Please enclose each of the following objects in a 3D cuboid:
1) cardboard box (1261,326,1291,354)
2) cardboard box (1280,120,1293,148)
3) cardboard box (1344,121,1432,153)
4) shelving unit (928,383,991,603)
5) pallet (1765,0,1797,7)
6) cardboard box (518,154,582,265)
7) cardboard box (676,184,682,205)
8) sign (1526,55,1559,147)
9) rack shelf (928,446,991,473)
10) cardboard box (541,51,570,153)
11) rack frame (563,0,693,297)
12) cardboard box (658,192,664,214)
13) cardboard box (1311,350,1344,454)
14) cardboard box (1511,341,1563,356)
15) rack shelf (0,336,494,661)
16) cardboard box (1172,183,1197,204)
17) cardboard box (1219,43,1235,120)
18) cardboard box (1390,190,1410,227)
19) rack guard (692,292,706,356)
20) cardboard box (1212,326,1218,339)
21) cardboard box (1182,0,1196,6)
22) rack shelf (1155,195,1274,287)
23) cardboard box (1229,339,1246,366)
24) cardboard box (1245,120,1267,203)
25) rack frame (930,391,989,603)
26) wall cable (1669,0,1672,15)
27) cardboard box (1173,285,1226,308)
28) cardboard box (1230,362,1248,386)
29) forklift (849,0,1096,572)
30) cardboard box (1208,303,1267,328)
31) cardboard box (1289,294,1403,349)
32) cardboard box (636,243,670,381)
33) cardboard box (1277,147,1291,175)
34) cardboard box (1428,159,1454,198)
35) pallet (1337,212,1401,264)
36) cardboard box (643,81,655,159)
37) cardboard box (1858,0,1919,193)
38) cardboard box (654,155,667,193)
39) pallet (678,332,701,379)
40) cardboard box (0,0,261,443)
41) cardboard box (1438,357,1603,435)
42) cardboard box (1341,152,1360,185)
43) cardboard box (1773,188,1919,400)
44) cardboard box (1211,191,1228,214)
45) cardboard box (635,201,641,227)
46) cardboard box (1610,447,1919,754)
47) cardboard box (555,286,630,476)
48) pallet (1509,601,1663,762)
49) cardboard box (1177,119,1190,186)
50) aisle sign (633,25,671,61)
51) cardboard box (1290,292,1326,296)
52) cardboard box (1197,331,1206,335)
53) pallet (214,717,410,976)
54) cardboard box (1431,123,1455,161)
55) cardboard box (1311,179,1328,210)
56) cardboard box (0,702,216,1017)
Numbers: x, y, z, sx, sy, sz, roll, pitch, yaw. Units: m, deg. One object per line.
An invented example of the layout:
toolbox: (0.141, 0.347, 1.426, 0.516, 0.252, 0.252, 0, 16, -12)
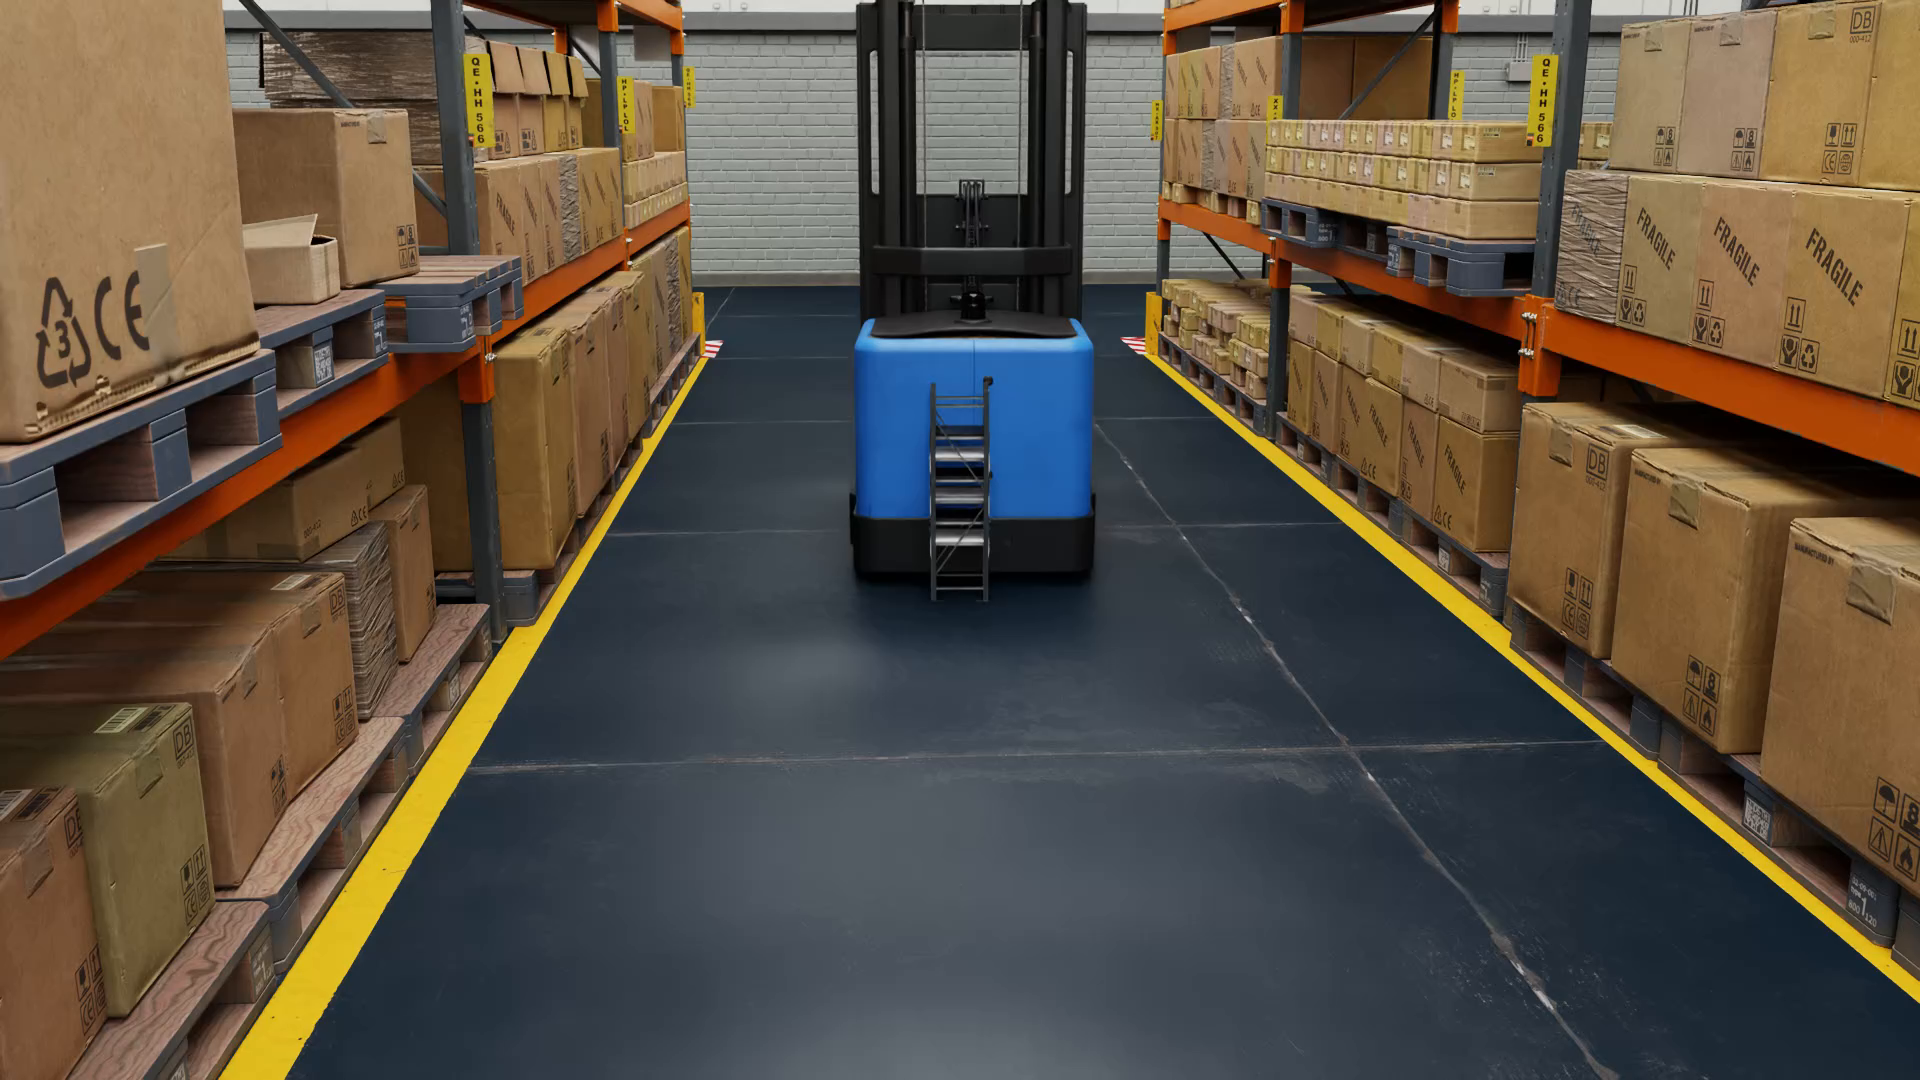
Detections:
cardboard box: (2.152, -1.290, 10.705, 0.380, 0.149, 0.250, 0, 14, -2)
cardboard box: (2.023, -2.290, 9.375, 0.380, 0.149, 0.250, 0, 14, -2)
cardboard box: (2.101, -1.971, 8.134, 0.380, 0.149, 0.250, 0, 14, -2)
shelving unit: (-0.002, -0.199, 6.993, 0.258, 0.900, 0.210, 0, 14, 0)
pallet: (7.177, -4.416, 13.330, 1.003, 0.211, 1.213, -1, 14, -3)
cardboard box: (-2.132, -1.602, 8.032, 0.500, 0.500, 0.500, -1, 14, -3)
cardboard box: (-2.387, -2.705, 13.026, 0.380, 0.149, 0.250, -1, 14, -3)
sign: (2.141, -1.612, 6.105, 0.100, 0.325, 0.005, -1, 14, -3)
rack shelf: (-0.002, -0.341, 6.956, 0.258, 0.077, 0.200, 0, 14, 0)
cardboard box: (-2.444, -2.248, 8.529, 0.797, 0.503, 0.637, -1, 14, -3)
rack frame: (-2.770, -3.038, 13.814, 1.000, 3.000, 0.127, -1, 14, -3)
cardboard box: (-2.307, -2.388, 11.792, 0.380, 0.149, 0.250, -1, 14, -5)
cardboard box: (2.250, -0.768, 9.165, 0.500, 0.500, 0.500, 0, 14, -1)
cardboard box: (2.849, -0.757, 7.618, 0.500, 0.250, 0.500, -1, 14, -4)
rack shelf: (-2.151, -0.203, 4.238, 1.077, 0.370, 4.000, -1, 14, -3)
cardboard box: (1.900, -2.752, 13.206, 0.380, 0.149, 0.250, -1, 14, -5)
cardboard box: (2.080, -3.140, 11.407, 0.500, 0.500, 0.500, -1, 14, -2)
cardboard box: (2.151, -1.485, 7.439, 0.380, 0.149, 0.250, -1, 14, -4)
rack guard: (-2.772, -1.833, 14.149, 1.175, 0.500, 0.348, -1, 14, -3)
cardboard box: (2.104, -1.597, 12.494, 0.380, 0.149, 0.250, 0, 14, -1)
cardboard box: (1.987, -4.223, 12.700, 0.500, 0.250, 0.500, 0, 14, -2)
rack shelf: (2.310, -2.244, 12.170, 1.077, 0.370, 4.000, -1, 14, -3)
cardboard box: (2.034, -1.268, 11.218, 0.380, 0.149, 0.250, -1, 14, -5)
cardboard box: (2.122, -2.403, 10.549, 0.500, 0.500, 0.500, -1, 14, -3)
rack frame: (-0.001, -0.173, 6.894, 0.240, 0.900, 0.006, 0, 14, 0)
wall cable: (7.238, -7.518, 19.185, 2.355, 3.000, 0.029, -1, 14, -3)
cardboard box: (1.905, -1.933, 13.206, 0.380, 0.149, 0.250, -1, 14, -4)
cardboard box: (2.056, -1.140, 11.317, 0.380, 0.149, 0.250, -1, 14, -5)
forklift: (0.052, -1.587, 8.314, 1.130, 2.935, 3.031, 0, 14, 0)
cardboard box: (1.998, -1.613, 11.961, 0.380, 0.149, 0.250, -1, 14, -5)
cardboard box: (2.216, -1.263, 9.583, 0.500, 0.250, 0.500, -2, 15, -6)
cardboard box: (-2.539, -1.607, 11.673, 0.875, 0.875, 0.875, -1, 14, -3)
cardboard box: (2.017, -2.151, 9.431, 0.380, 0.149, 0.250, -1, 14, -5)
cardboard box: (2.179, -1.508, 6.931, 0.380, 0.149, 0.250, 0, 14, -1)
pallet: (2.518, -1.499, 8.216, 1.003, 0.211, 1.213, -1, 14, -3)
cardboard box: (-2.357, -2.853, 11.293, 0.500, 0.500, 0.500, -1, 14, -5)
cardboard box: (2.798, -1.140, 4.231, 0.700, 0.500, 0.500, -1, 14, -4)
cardboard box: (-2.377, -2.611, 11.858, 0.500, 0.250, 0.500, -1, 14, -3)
pallet: (-2.643, -1.490, 13.393, 1.003, 0.211, 1.213, -1, 14, -3)
cardboard box: (-1.936, -0.747, 2.864, 1.000, 1.000, 1.000, -1, 14, -3)
cardboard box: (2.378, -0.622, 7.092, 0.500, 0.250, 0.500, -1, 14, -5)
cardboard box: (2.098, -1.826, 8.170, 0.380, 0.149, 0.250, -1, 14, -5)
cardboard box: (2.534, -0.657, 4.358, 0.500, 0.500, 0.500, -1, 14, -4)
cardboard box: (2.014, -2.428, 11.948, 0.380, 0.149, 0.250, -1, 14, -2)
cardboard box: (-2.225, -2.066, 10.539, 0.380, 0.149, 0.250, -1, 14, -5)
cardboard box: (2.687, 0.156, 5.070, 1.050, 0.750, 0.750, -1, 14, -3)
cardboard box: (-2.407, -0.837, 8.679, 1.225, 0.875, 0.875, -1, 14, -5)
pallet: (2.656, 0.448, 5.862, 1.003, 0.211, 1.213, -1, 14, -3)
cardboard box: (1.997, -3.033, 12.998, 0.500, 0.500, 0.500, -1, 14, -3)
aisle sign: (-2.475, -4.320, 13.578, 0.394, 0.787, 0.004, -1, 14, -3)
cardboard box: (2.598, -1.815, 12.747, 0.380, 0.149, 0.250, 0, 14, -1)
cardboard box: (2.037, -1.524, 12.809, 0.380, 0.149, 0.250, -1, 14, -3)
pallet: (-2.155, 0.799, 4.497, 1.003, 0.211, 1.213, -1, 14, -3)
cardboard box: (2.181, -1.647, 6.875, 0.380, 0.149, 0.250, -1, 14, -4)
cardboard box: (2.065, -1.814, 8.720, 0.380, 0.149, 0.250, -2, 15, -6)
cardboard box: (-2.054, 0.672, 3.529, 0.700, 0.500, 0.500, -1, 14, -4)
